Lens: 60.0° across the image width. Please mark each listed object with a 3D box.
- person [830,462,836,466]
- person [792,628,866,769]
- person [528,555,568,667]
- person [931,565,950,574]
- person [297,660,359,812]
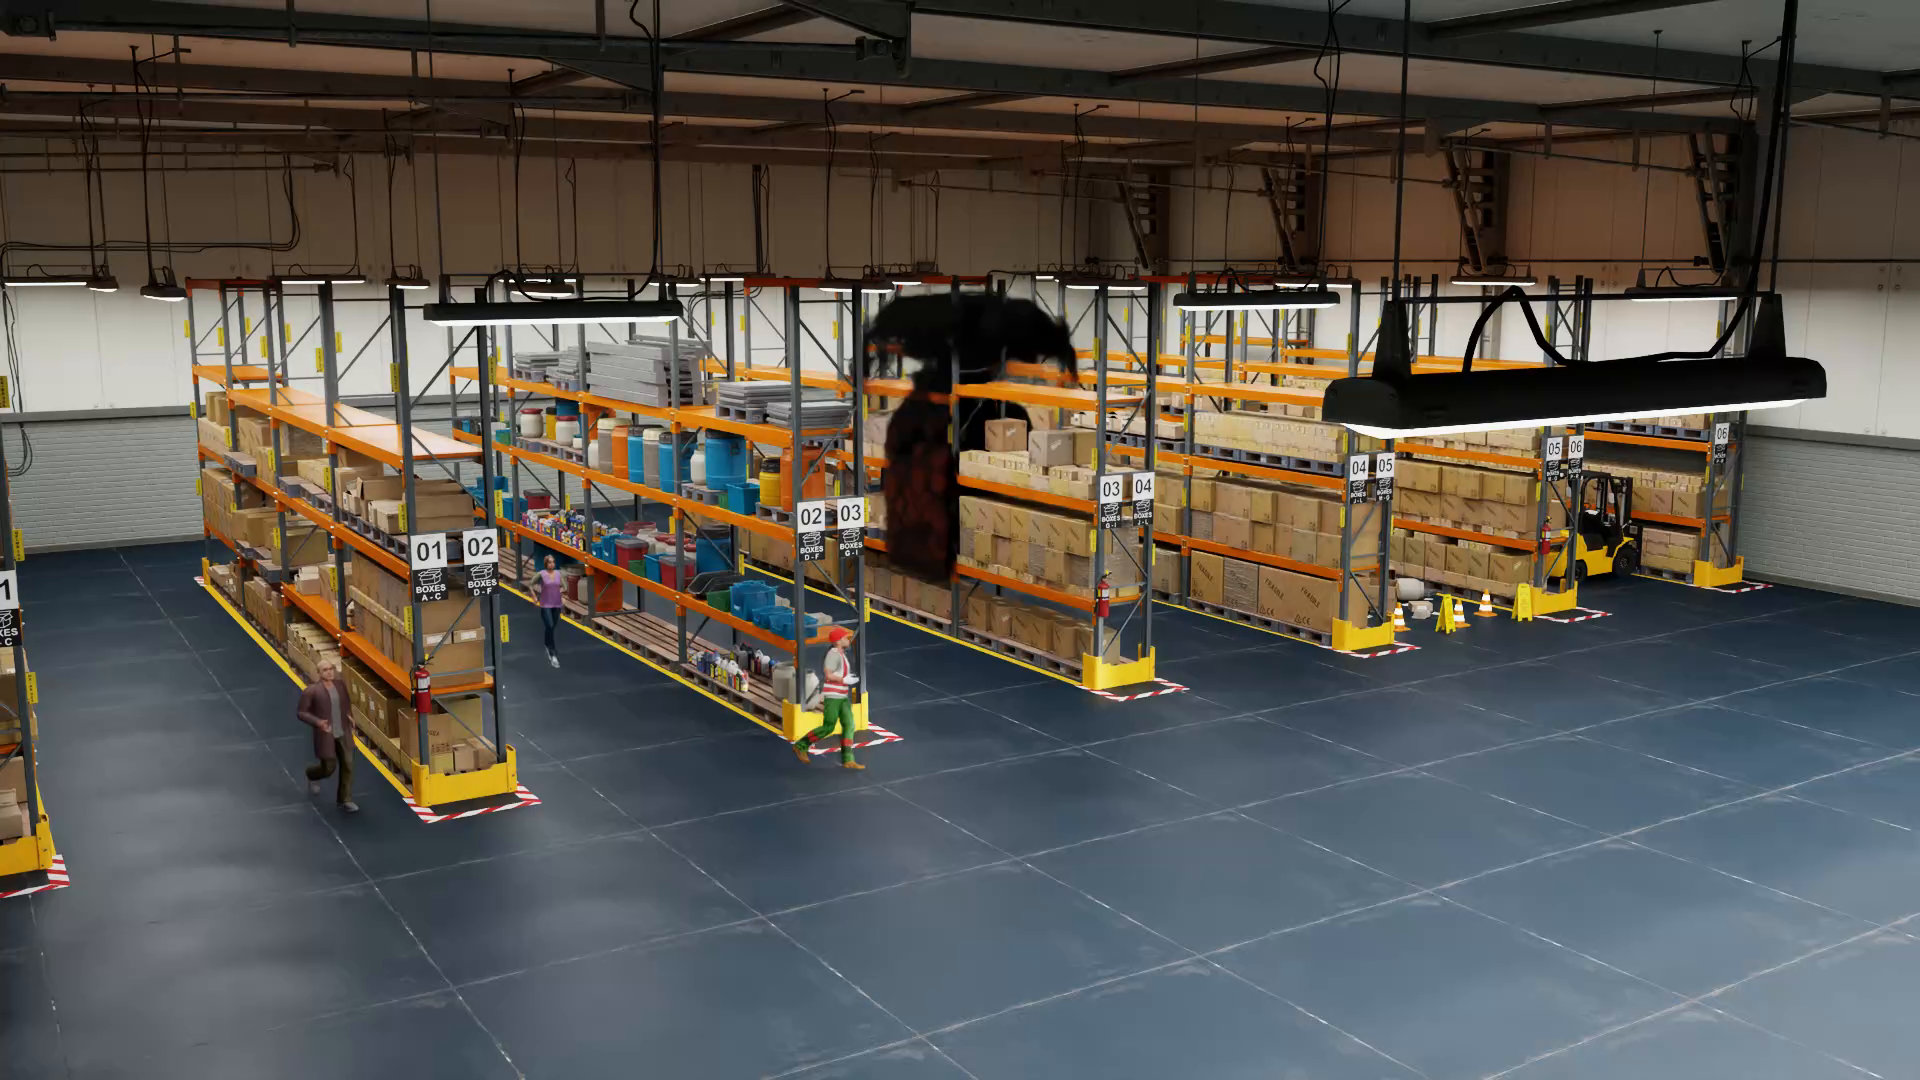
[{"bbox_3d":[-3.066,-1.048,39.444,0.662,1.603,0.593,-1,10,-6],"label":"person"},{"bbox_3d":[-1.605,1.979,21.004,0.942,1.744,0.681,2,10,9],"label":"person"},{"bbox_3d":[-6.200,1.049,25.207,0.510,1.672,0.698,-8,12,-39],"label":"person"},{"bbox_3d":[-0.421,-0.270,32.665,0.686,1.795,0.852,-5,11,-27],"label":"person"},{"bbox_3d":[-7.311,2.256,19.330,0.914,1.736,0.712,8,12,40],"label":"person"}]
